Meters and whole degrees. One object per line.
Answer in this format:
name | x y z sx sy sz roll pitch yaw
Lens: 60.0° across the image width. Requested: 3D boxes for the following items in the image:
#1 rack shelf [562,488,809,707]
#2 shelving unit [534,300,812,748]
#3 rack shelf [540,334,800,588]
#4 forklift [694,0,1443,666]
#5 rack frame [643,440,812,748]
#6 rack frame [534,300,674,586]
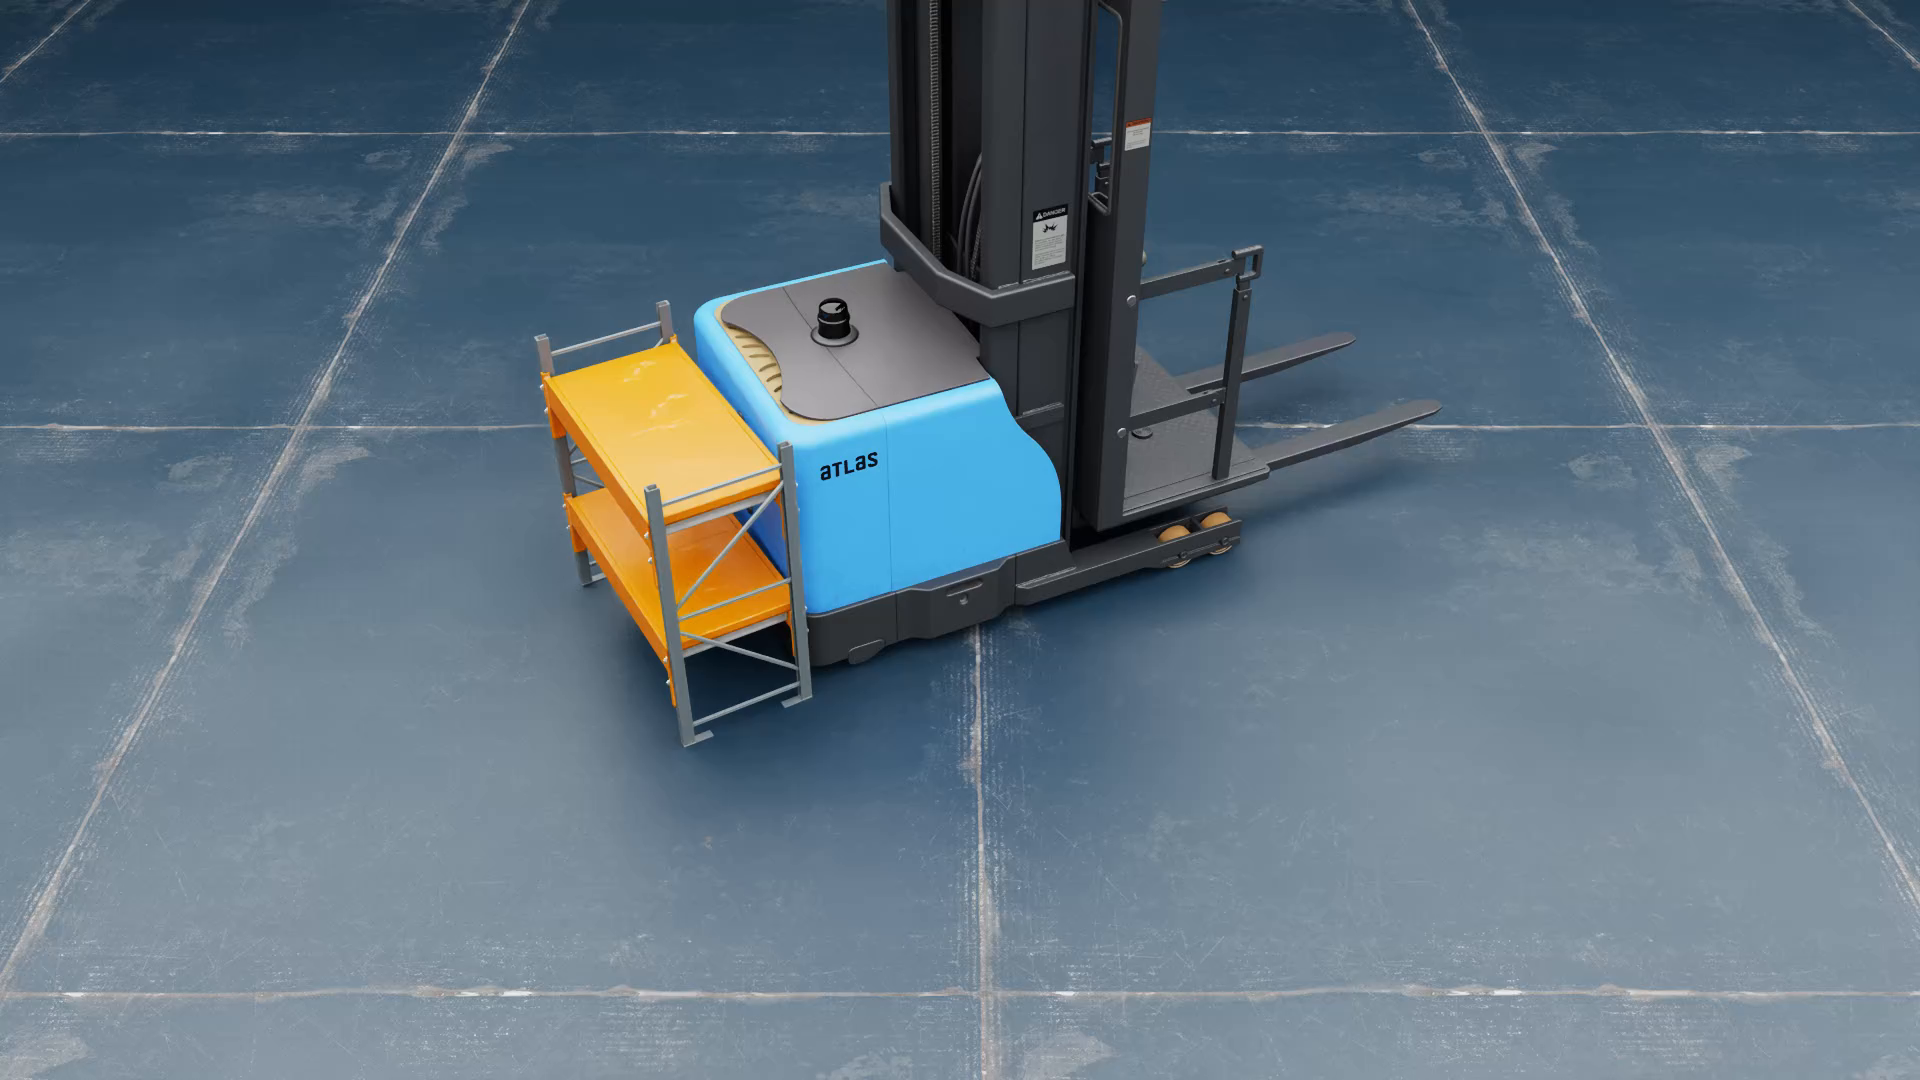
rack shelf | -1.016 0.120 6.092 0.538 0.278 1.000 -20 43 -23
shelving unit | -1.016 -0.071 5.939 0.538 1.125 1.048 -20 43 -23
rack shelf | -1.016 -0.299 5.756 0.538 0.278 1.000 -20 43 -23
forklift | 0.560 -1.314 6.046 3.031 2.935 1.130 -17 42 -20
rack frame | -0.759 0.204 5.596 0.500 1.125 0.032 -20 43 -23
rack frame | -1.273 -0.345 6.281 0.500 1.125 0.032 -20 43 -23
